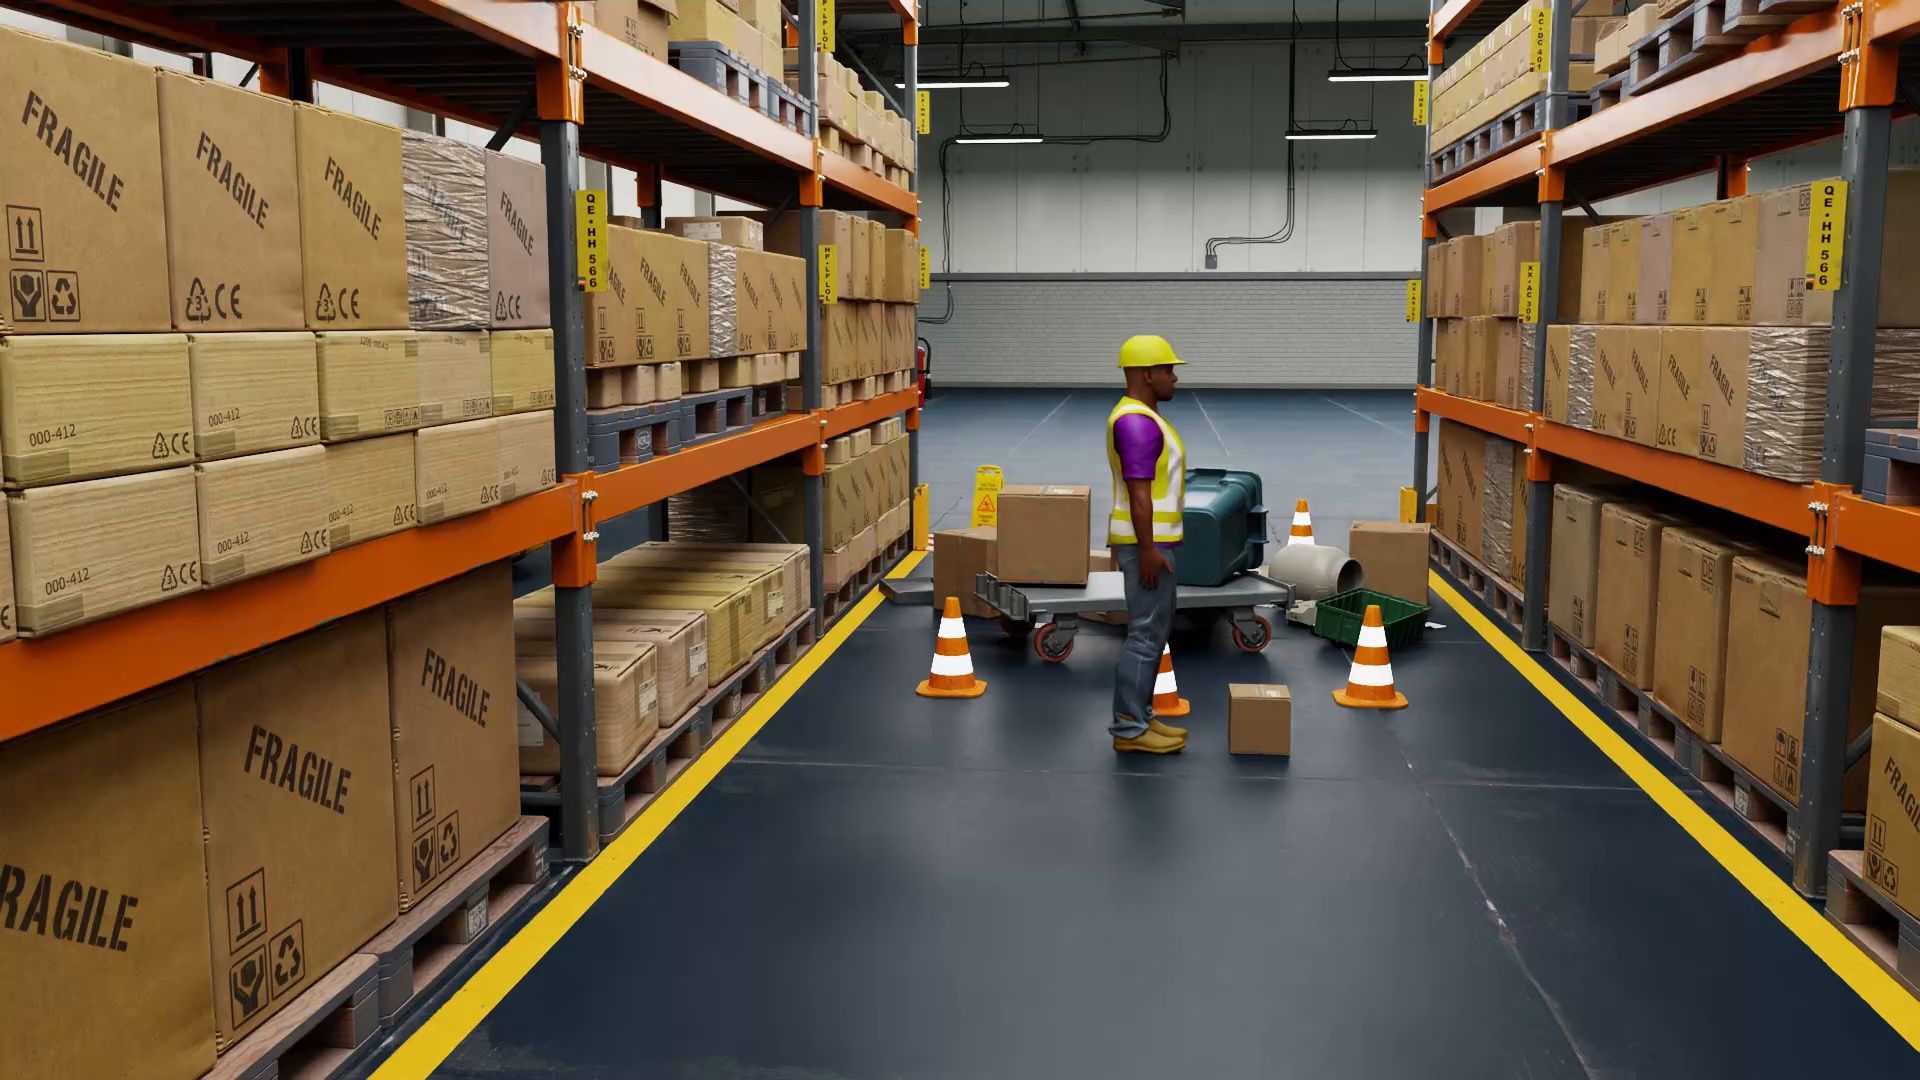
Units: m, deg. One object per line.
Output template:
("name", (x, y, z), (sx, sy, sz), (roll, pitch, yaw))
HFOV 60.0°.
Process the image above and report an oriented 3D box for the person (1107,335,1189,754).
("person", (0.809, 0.019, 7.111), (0.370, 1.776, 0.567), (1, 8, 7))
